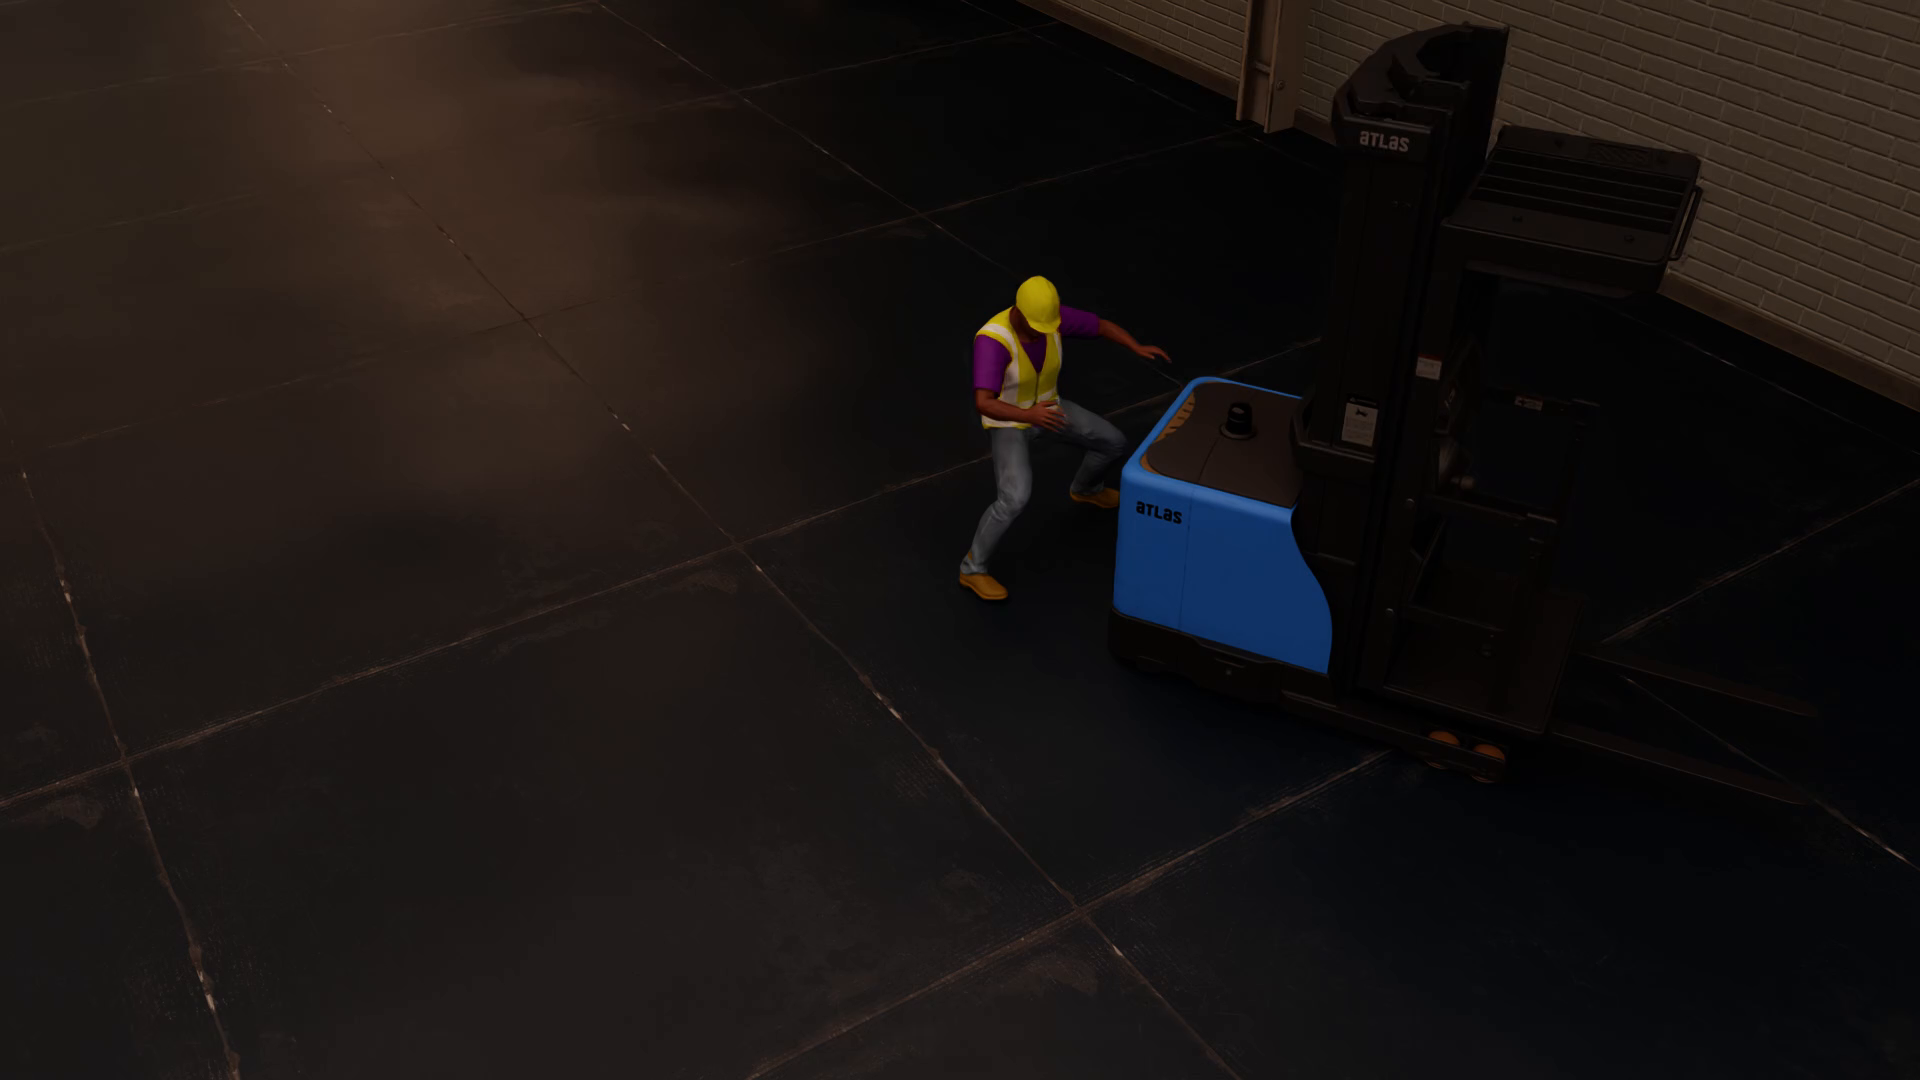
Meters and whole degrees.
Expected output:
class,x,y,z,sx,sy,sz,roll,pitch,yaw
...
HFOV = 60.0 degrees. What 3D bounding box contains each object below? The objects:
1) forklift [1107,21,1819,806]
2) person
class,x,y,z,sx,sy,sz,roll,pitch,yaw
forklift,2.248,-0.498,6.857,3.031,2.935,1.130,16,38,22
person,0.445,-0.596,8.222,1.133,1.528,0.735,-21,40,-27
